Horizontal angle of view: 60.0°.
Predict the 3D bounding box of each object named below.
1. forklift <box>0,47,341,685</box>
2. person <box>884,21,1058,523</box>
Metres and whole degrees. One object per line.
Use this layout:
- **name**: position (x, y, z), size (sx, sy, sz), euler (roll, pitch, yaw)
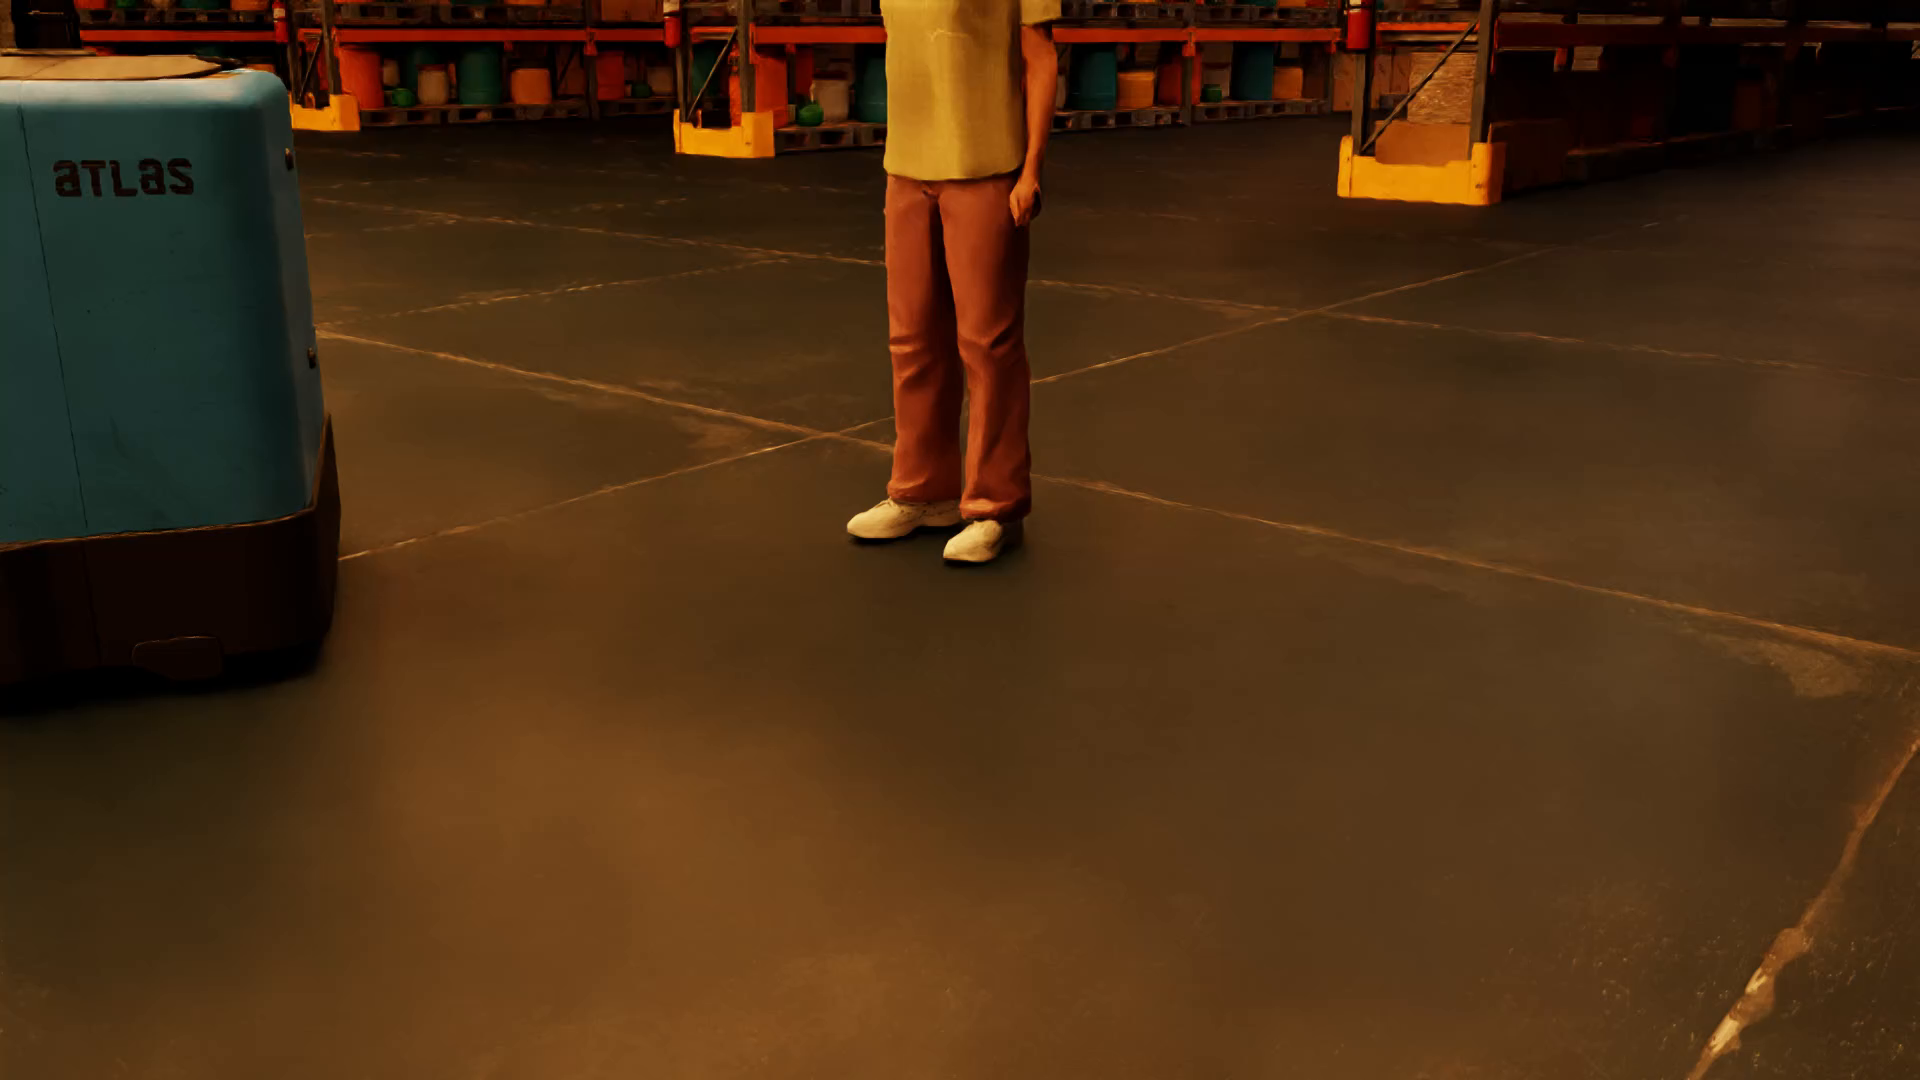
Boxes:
- **forklift**: position (-2.764, -1.147, 2.676), size (3.031, 2.935, 1.130), euler (-6, 18, -18)
- **person**: position (0.020, -0.840, 3.710), size (0.427, 1.604, 0.289), euler (13, 21, 37)
